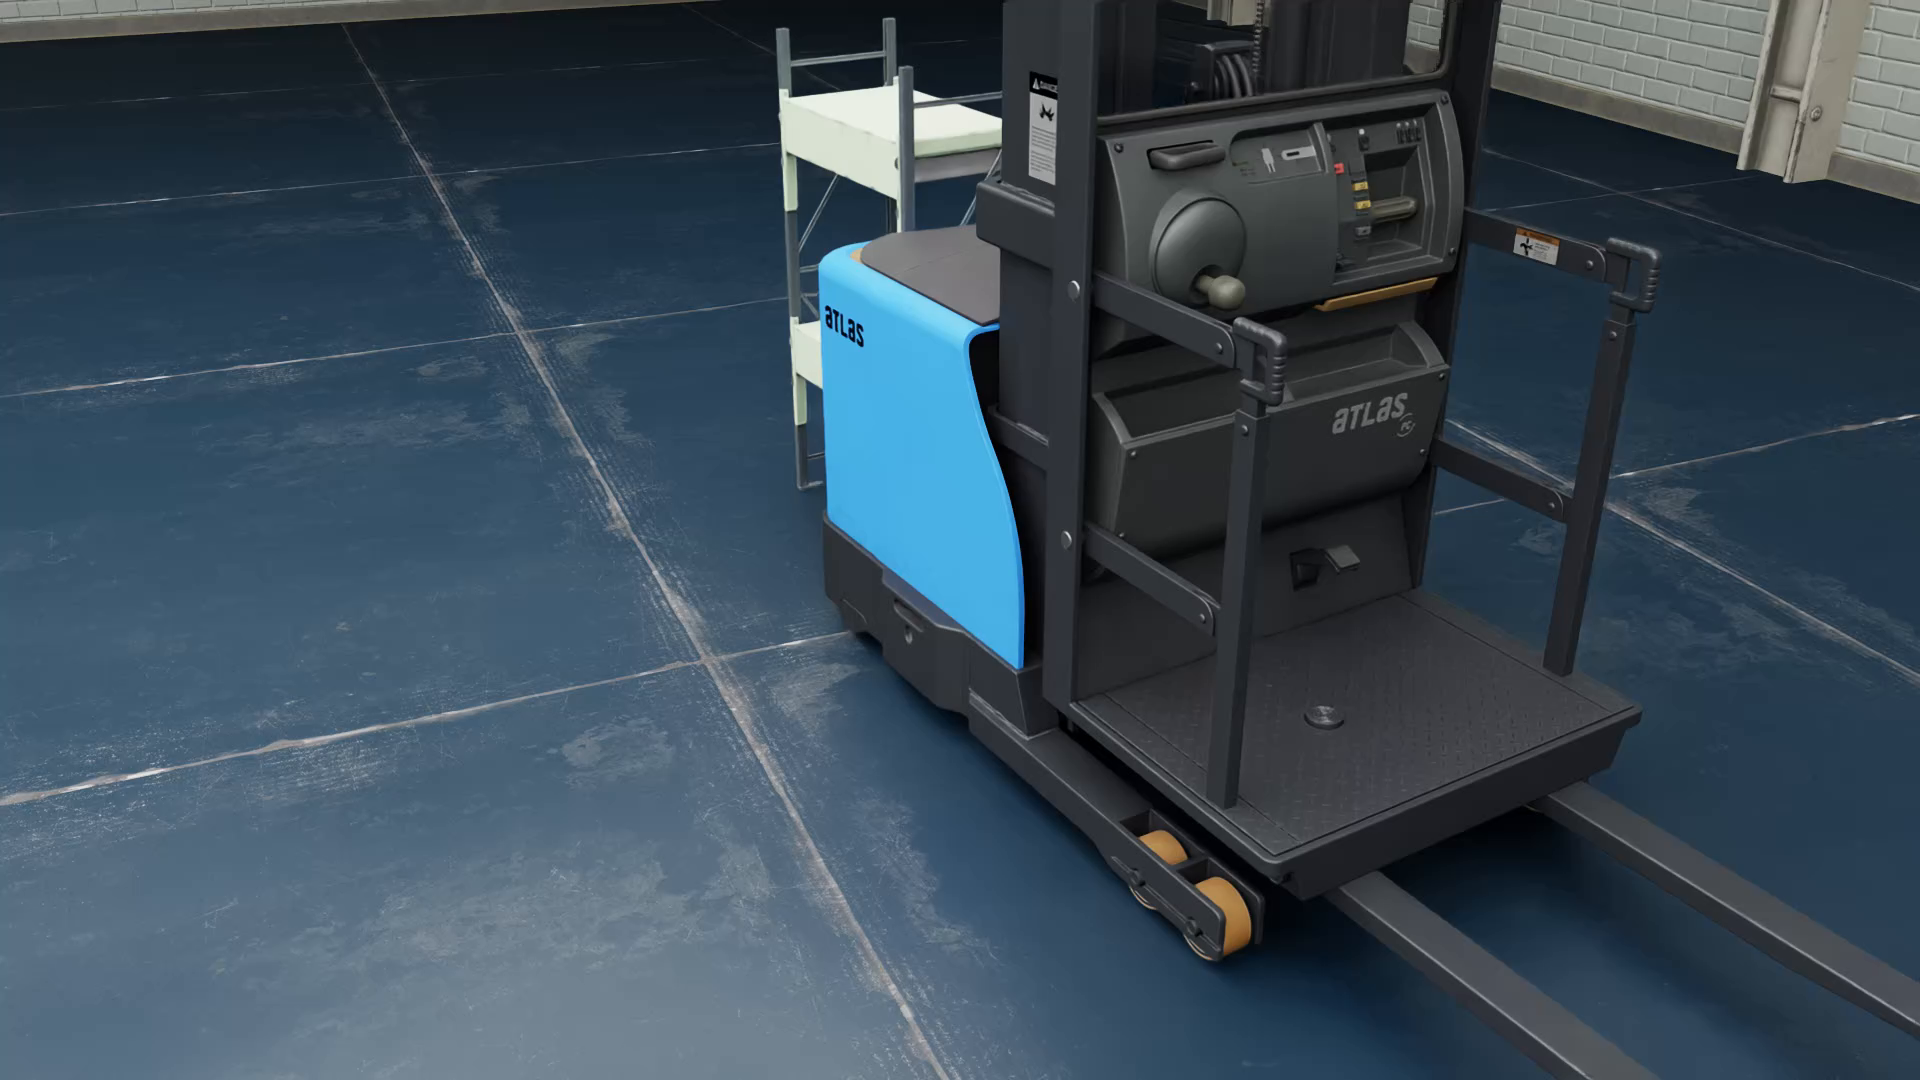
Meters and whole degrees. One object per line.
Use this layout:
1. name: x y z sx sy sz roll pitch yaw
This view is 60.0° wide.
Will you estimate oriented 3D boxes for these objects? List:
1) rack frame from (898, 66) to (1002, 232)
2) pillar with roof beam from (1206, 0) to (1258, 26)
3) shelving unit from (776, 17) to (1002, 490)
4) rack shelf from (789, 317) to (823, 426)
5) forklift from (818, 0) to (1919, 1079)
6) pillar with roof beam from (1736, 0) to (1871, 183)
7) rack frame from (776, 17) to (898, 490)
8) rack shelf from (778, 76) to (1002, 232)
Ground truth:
1. rack frame: 0.012 -0.618 4.806 0.400 1.500 0.023 -15 30 -28
2. pillar with roof beam: -1.574 -7.840 11.050 9.100 9.000 0.400 -11 28 -21
3. shelving unit: -0.181 -0.754 5.085 0.431 1.500 0.755 -15 30 -28
4. rack shelf: -0.181 -0.461 5.228 0.431 0.370 0.720 -15 30 -28
5. forklift: 0.809 -0.679 3.300 1.130 2.935 3.031 -15 30 -28
6. pillar with roof beam: 0.776 -5.417 6.089 9.100 9.000 0.400 -11 28 -21
7. rack frame: -0.373 -0.891 5.365 0.400 1.500 0.023 -15 30 -28
8. rack shelf: -0.181 -1.105 4.914 0.431 0.370 0.720 -15 30 -28
